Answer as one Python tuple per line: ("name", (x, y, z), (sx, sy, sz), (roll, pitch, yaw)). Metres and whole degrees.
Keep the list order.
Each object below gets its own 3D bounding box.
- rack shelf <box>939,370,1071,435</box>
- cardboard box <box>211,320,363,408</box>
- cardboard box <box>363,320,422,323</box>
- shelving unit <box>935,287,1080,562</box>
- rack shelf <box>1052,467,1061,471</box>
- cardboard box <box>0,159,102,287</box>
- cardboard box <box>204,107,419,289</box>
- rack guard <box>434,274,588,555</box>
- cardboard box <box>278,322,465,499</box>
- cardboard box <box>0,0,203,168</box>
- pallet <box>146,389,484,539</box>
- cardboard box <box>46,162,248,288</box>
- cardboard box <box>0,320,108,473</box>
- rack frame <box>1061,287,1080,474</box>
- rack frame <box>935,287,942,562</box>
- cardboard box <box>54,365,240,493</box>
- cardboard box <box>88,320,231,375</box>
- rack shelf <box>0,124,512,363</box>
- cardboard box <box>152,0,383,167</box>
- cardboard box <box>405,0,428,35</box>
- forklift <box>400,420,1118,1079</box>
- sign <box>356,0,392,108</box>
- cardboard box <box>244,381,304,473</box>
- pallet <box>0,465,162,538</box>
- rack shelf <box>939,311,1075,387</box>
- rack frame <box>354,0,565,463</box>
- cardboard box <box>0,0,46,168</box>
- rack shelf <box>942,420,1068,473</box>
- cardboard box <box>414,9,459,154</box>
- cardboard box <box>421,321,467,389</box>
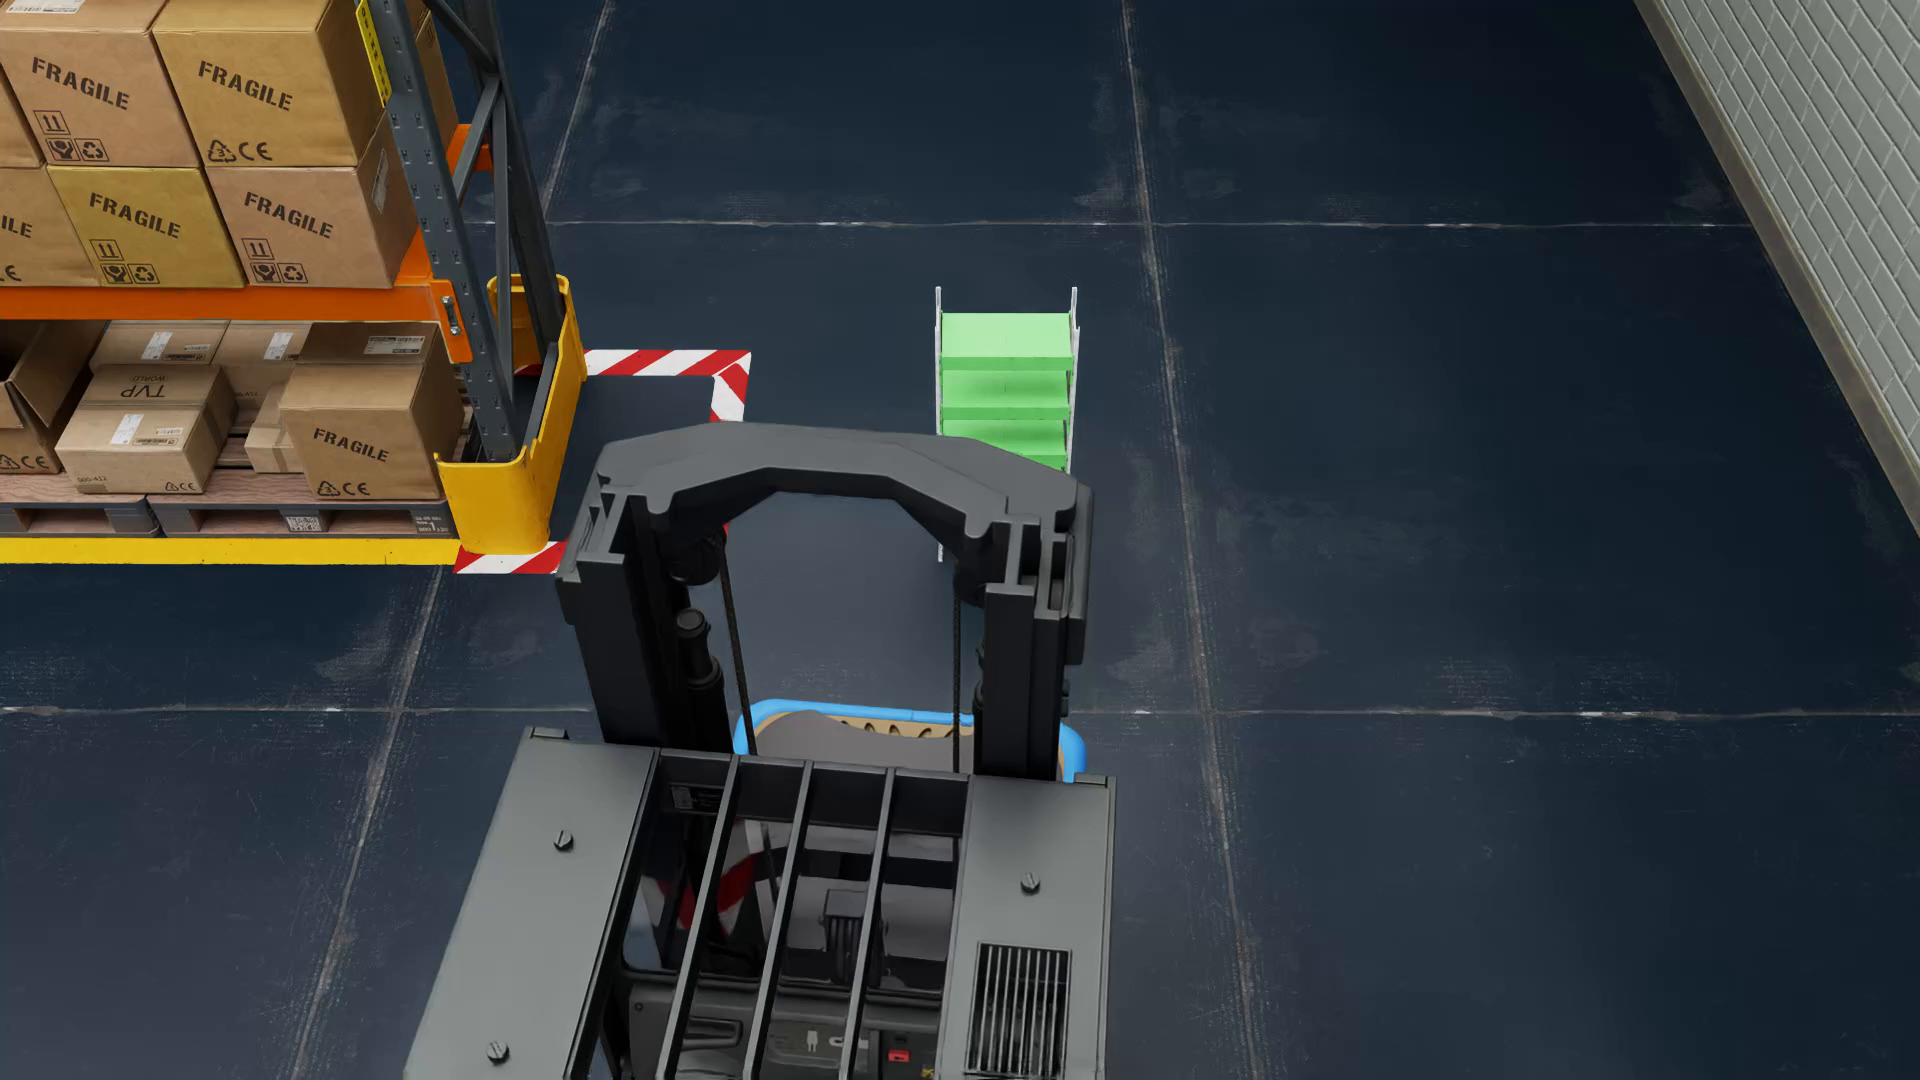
("rack shelf", (0.166, -0.528, 6.181), (0.480, 0.148, 0.258), (0, 47, 0))
("cardboard box", (-2.809, -0.815, 7.037), (0.500, 0.250, 0.500), (0, 47, 0))
("cardboard box", (-2.433, -0.829, 7.108), (0.250, 0.166, 0.380), (0, 47, 0))
("shelving unit", (0.166, -0.408, 6.310), (0.503, 1.200, 0.258), (0, 47, 0))
("rack shelf", (0.166, -0.201, 6.533), (0.480, 0.148, 0.258), (0, 47, 0))
("cardboard box", (-3.233, -1.232, 5.779), (0.500, 0.500, 0.500), (0, 47, 0))
("cardboard box", (-2.215, -1.227, 5.775), (0.500, 0.500, 0.500), (1, 47, 1))
("rack guard", (-1.842, -0.540, 6.911), (0.348, 0.500, 1.175), (0, 47, 0))
("cardboard box", (-2.311, -0.511, 6.583), (0.500, 0.500, 0.500), (0, 47, 0))
("cardboard box", (-2.717, -1.567, 5.408), (0.500, 0.500, 0.500), (1, 47, 1))
("pallet", (-2.639, -0.443, 7.018), (1.213, 0.211, 1.003), (0, 47, 0))
("cardboard box", (-2.734, -1.226, 5.774), (0.500, 0.500, 0.500), (1, 47, 0))
("cardboard box", (-3.887, -0.700, 6.758), (0.637, 0.503, 0.797), (0, 47, 0))
("rack frame", (0.410, -0.408, 6.310), (0.015, 1.200, 0.240), (0, 47, 0))
("rack frame", (-0.078, -0.409, 6.311), (0.015, 1.200, 0.240), (0, 47, 0))
("cardboard box", (-3.261, -0.450, 6.698), (0.500, 0.250, 0.500), (0, 47, 0))
("cardboard box", (-3.309, -0.816, 7.039), (0.500, 0.250, 0.500), (0, 47, 0))
("rack shelf", (-3.766, -1.152, 6.264), (4.000, 0.370, 1.077), (0, 47, 0))
("cardboard box", (-2.212, -1.566, 5.407), (0.500, 0.500, 0.500), (0, 47, 0))
("cardboard box", (-2.209, -1.960, 5.774), (0.500, 0.500, 0.500), (1, 47, 1))
("forklift", (-0.288, 1.302, 3.536), (1.130, 2.935, 3.031), (4, 47, 4))
("sign", (-1.788, -1.487, 5.078), (0.005, 0.325, 0.100), (0, 47, 0))
("cardboard box", (-2.715, -0.464, 6.768), (0.250, 0.166, 0.380), (0, 47, 0))
("pallet", (-3.856, -0.448, 7.023), (1.213, 0.211, 1.003), (0, 47, 0))
("rack shelf", (0.166, -0.692, 6.006), (0.480, 0.148, 0.258), (0, 47, 0))
("rack frame", (-1.766, -1.391, 5.996), (0.127, 3.000, 1.000), (0, 47, 0))
("cardboard box", (-3.236, -1.565, 5.406), (0.500, 0.500, 0.500), (1, 47, 1))
("rack shelf", (0.166, -0.365, 6.357), (0.480, 0.148, 0.258), (0, 47, 0))
("cardboard box", (-2.209, -1.620, 6.140), (0.500, 0.500, 0.500), (1, 47, 1))
("cardboard box", (-2.183, -0.823, 7.114), (0.250, 0.149, 0.380), (0, 47, 0))
